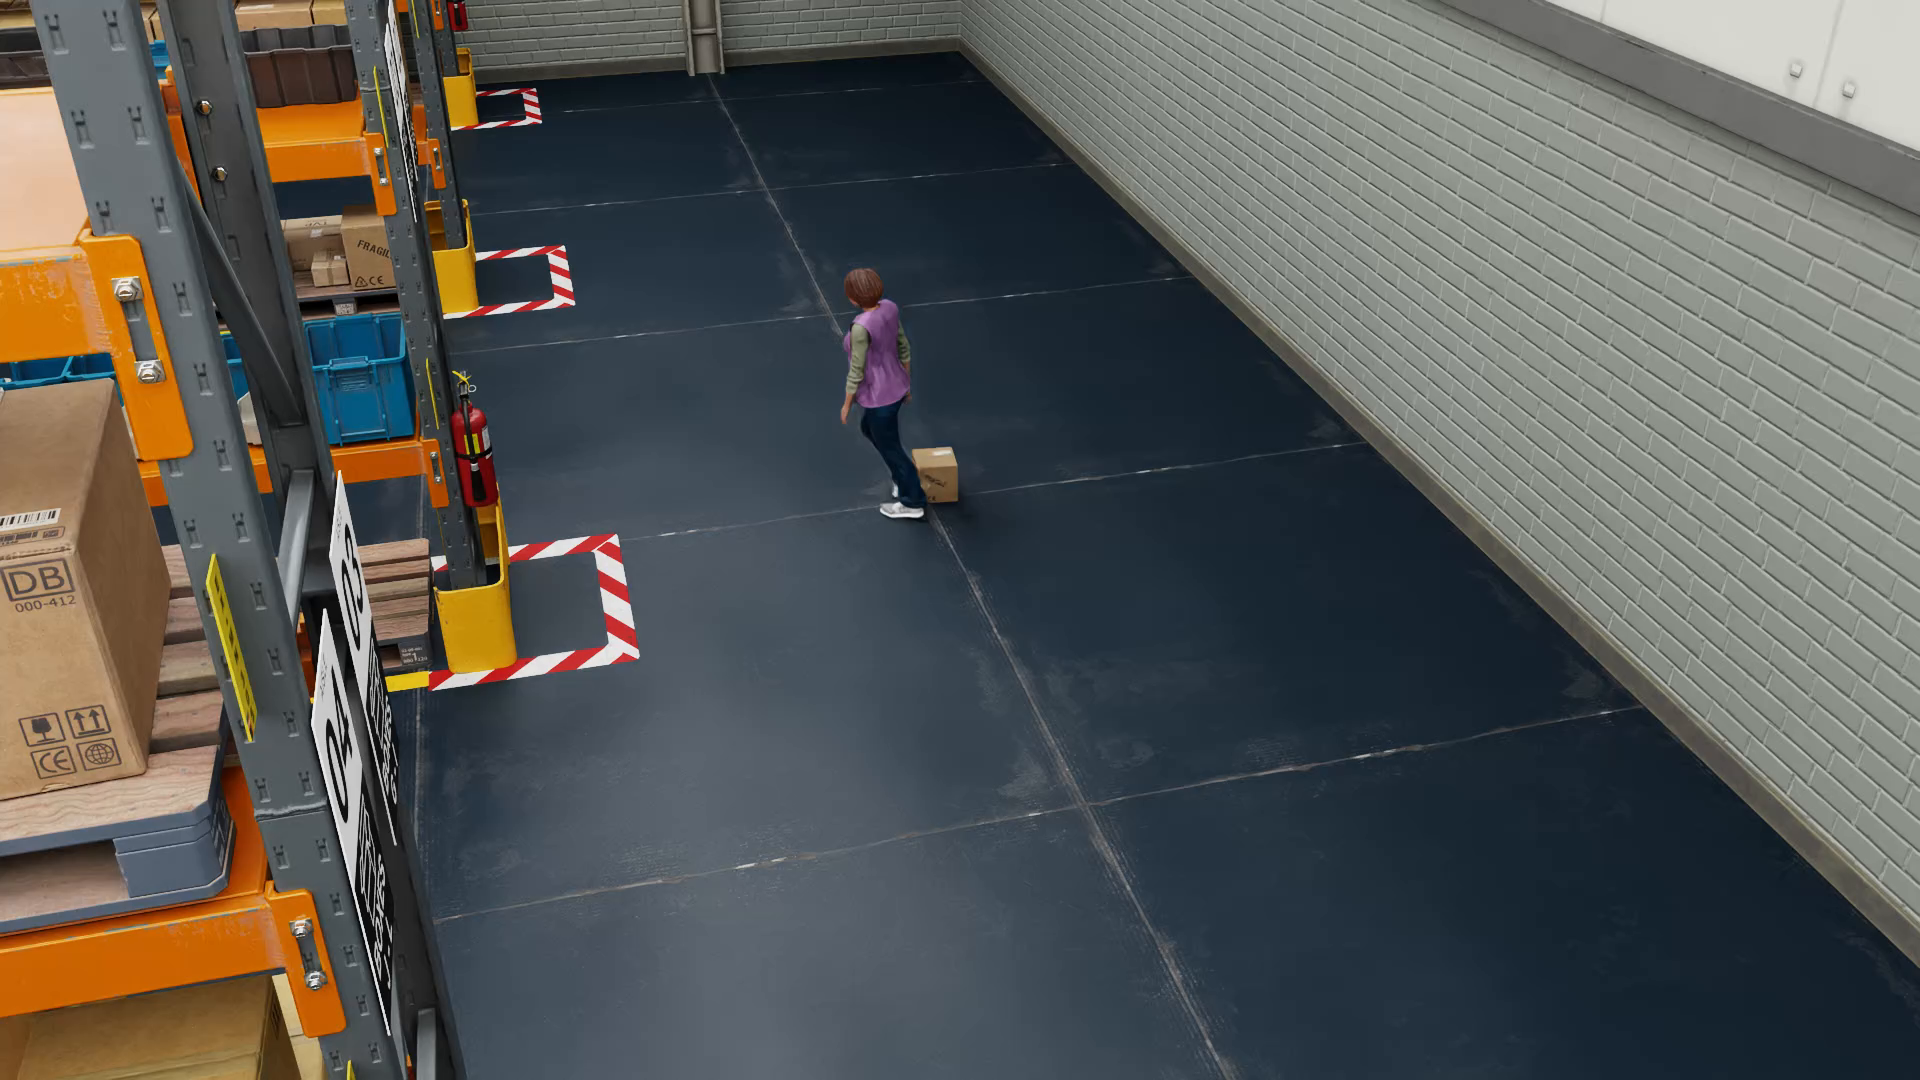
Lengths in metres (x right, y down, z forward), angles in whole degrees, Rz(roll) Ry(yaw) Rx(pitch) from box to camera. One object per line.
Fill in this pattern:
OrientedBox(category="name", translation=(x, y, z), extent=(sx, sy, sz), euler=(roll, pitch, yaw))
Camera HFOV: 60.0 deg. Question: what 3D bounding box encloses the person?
OrientedBox(category="person", translation=(-0.420, -0.838, 9.633), extent=(0.457, 1.574, 0.510), euler=(11, 32, 18))
